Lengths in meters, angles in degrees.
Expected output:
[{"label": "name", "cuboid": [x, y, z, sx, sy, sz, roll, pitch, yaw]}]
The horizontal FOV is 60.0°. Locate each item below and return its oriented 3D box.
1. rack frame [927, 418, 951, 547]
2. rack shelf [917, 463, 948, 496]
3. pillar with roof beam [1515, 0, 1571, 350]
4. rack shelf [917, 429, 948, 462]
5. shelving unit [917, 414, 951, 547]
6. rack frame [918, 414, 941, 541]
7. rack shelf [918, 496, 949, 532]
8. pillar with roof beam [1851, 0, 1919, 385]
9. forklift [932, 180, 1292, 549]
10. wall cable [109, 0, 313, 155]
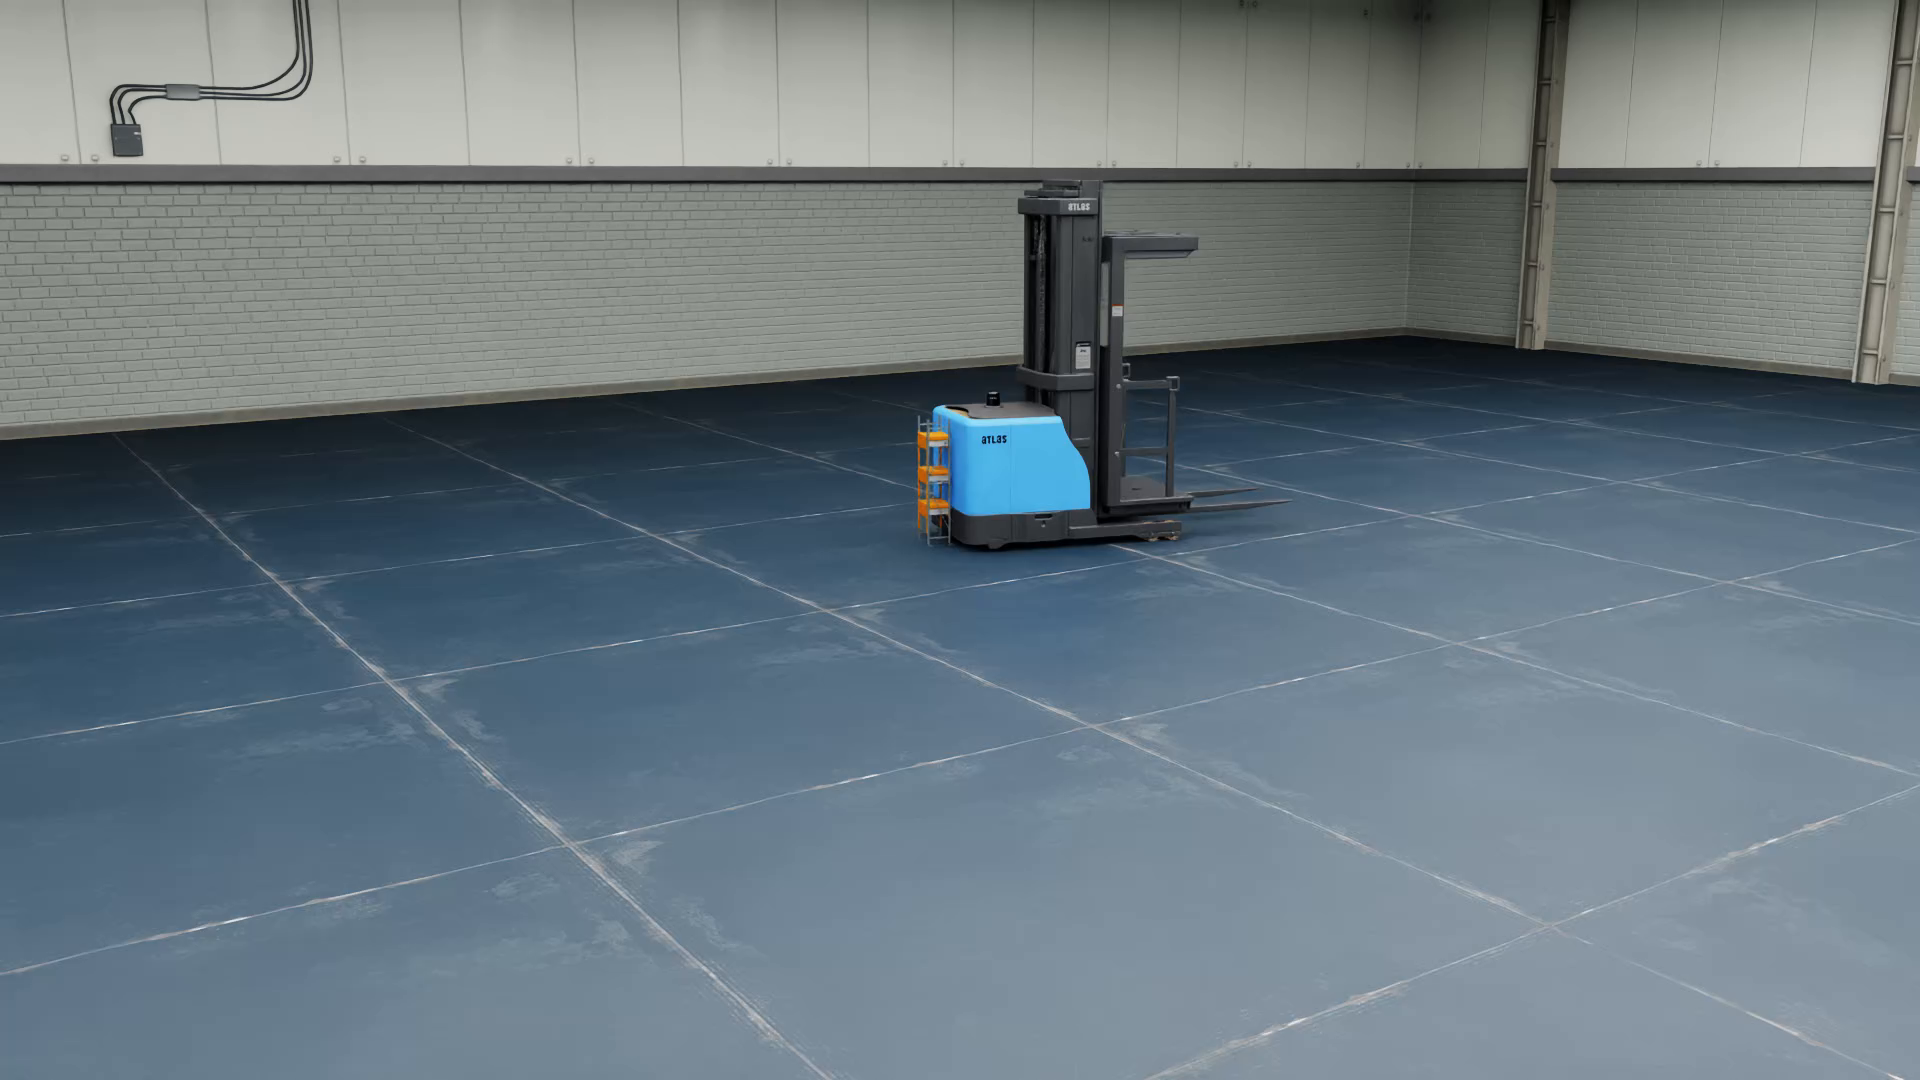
[{"label": "rack frame", "cuboid": [-0.171, -0.463, 13.520, 0.200, 1.050, 0.008, -4, 13, -19]}, {"label": "rack shelf", "cuboid": [-0.211, -0.477, 13.635, 0.215, 0.259, 0.240, -4, 13, -19]}, {"label": "pillar with roof beam", "cuboid": [6.459, -7.264, 26.013, 9.100, 9.000, 0.400, -8, 15, -33]}, {"label": "rack shelf", "cuboid": [-0.211, -0.754, 13.574, 0.215, 0.259, 0.240, -4, 13, -19]}, {"label": "shelving unit", "cuboid": [-0.211, -0.487, 13.632, 0.215, 1.050, 0.252, -4, 13, -19]}, {"label": "rack frame", "cuboid": [-0.251, -0.512, 13.745, 0.200, 1.050, 0.008, -4, 13, -19]}, {"label": "rack shelf", "cuboid": [-0.211, -0.205, 13.694, 0.215, 0.259, 0.240, -4, 13, -19]}, {"label": "pillar with roof beam", "cuboid": [9.784, -6.197, 21.133, 9.100, 9.000, 0.400, -8, 15, -33]}, {"label": "forklift", "cuboid": [1.334, -1.521, 13.956, 3.031, 2.935, 1.130, -4, 13, -18]}, {"label": "wall cable", "cuboid": [-8.800, -7.507, 19.167, 2.305, 6.003, 0.169, -8, 15, -33]}]
